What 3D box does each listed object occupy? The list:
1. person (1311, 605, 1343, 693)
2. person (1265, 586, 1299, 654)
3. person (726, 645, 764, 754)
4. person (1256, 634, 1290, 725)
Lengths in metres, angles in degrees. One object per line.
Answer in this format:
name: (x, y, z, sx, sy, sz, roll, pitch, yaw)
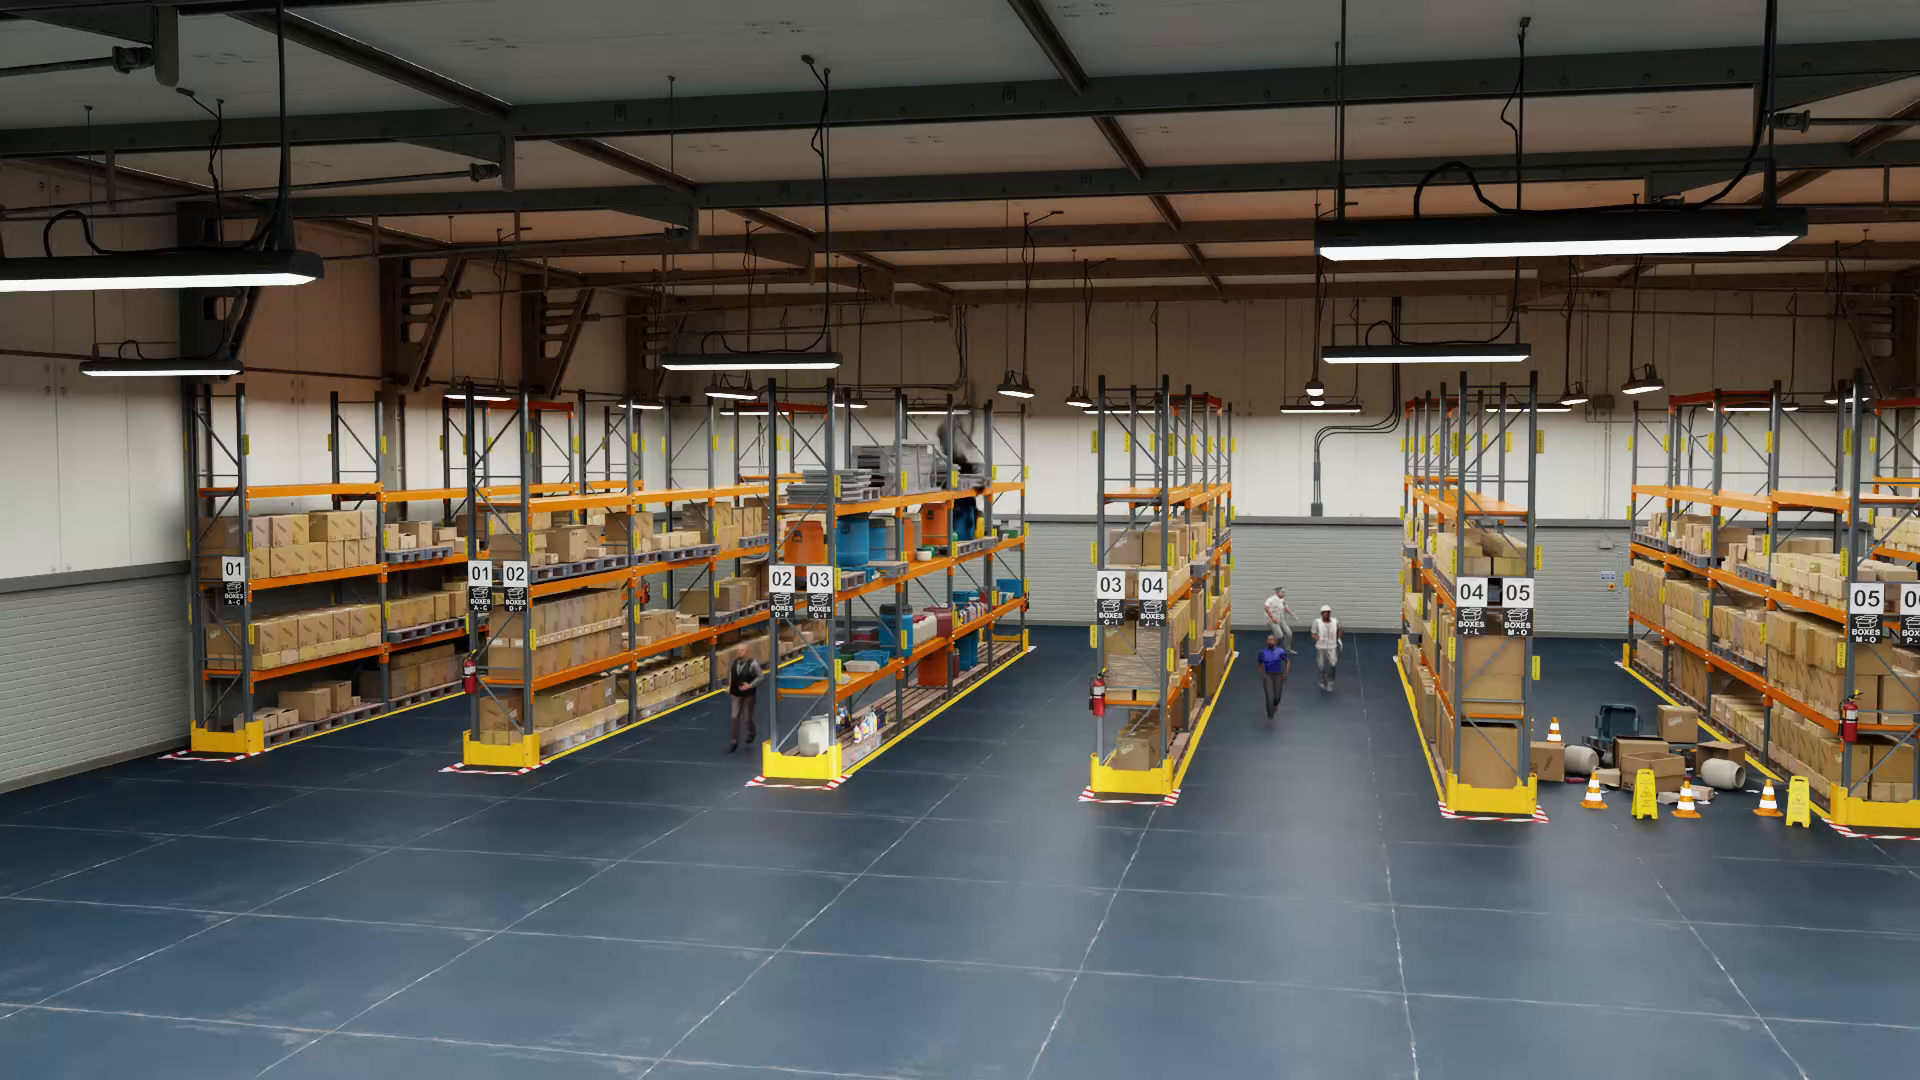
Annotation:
person: (7.398, 2.183, 33.517, 0.662, 1.742, 0.780, 0, 3, 4)
person: (7.639, 1.929, 39.649, 0.924, 1.695, 0.524, -2, 4, -37)
person: (-3.515, 2.582, 27.276, 0.670, 1.750, 0.855, 1, 3, 13)
person: (5.622, 2.496, 29.897, 0.588, 1.623, 0.632, 1, 3, 13)
